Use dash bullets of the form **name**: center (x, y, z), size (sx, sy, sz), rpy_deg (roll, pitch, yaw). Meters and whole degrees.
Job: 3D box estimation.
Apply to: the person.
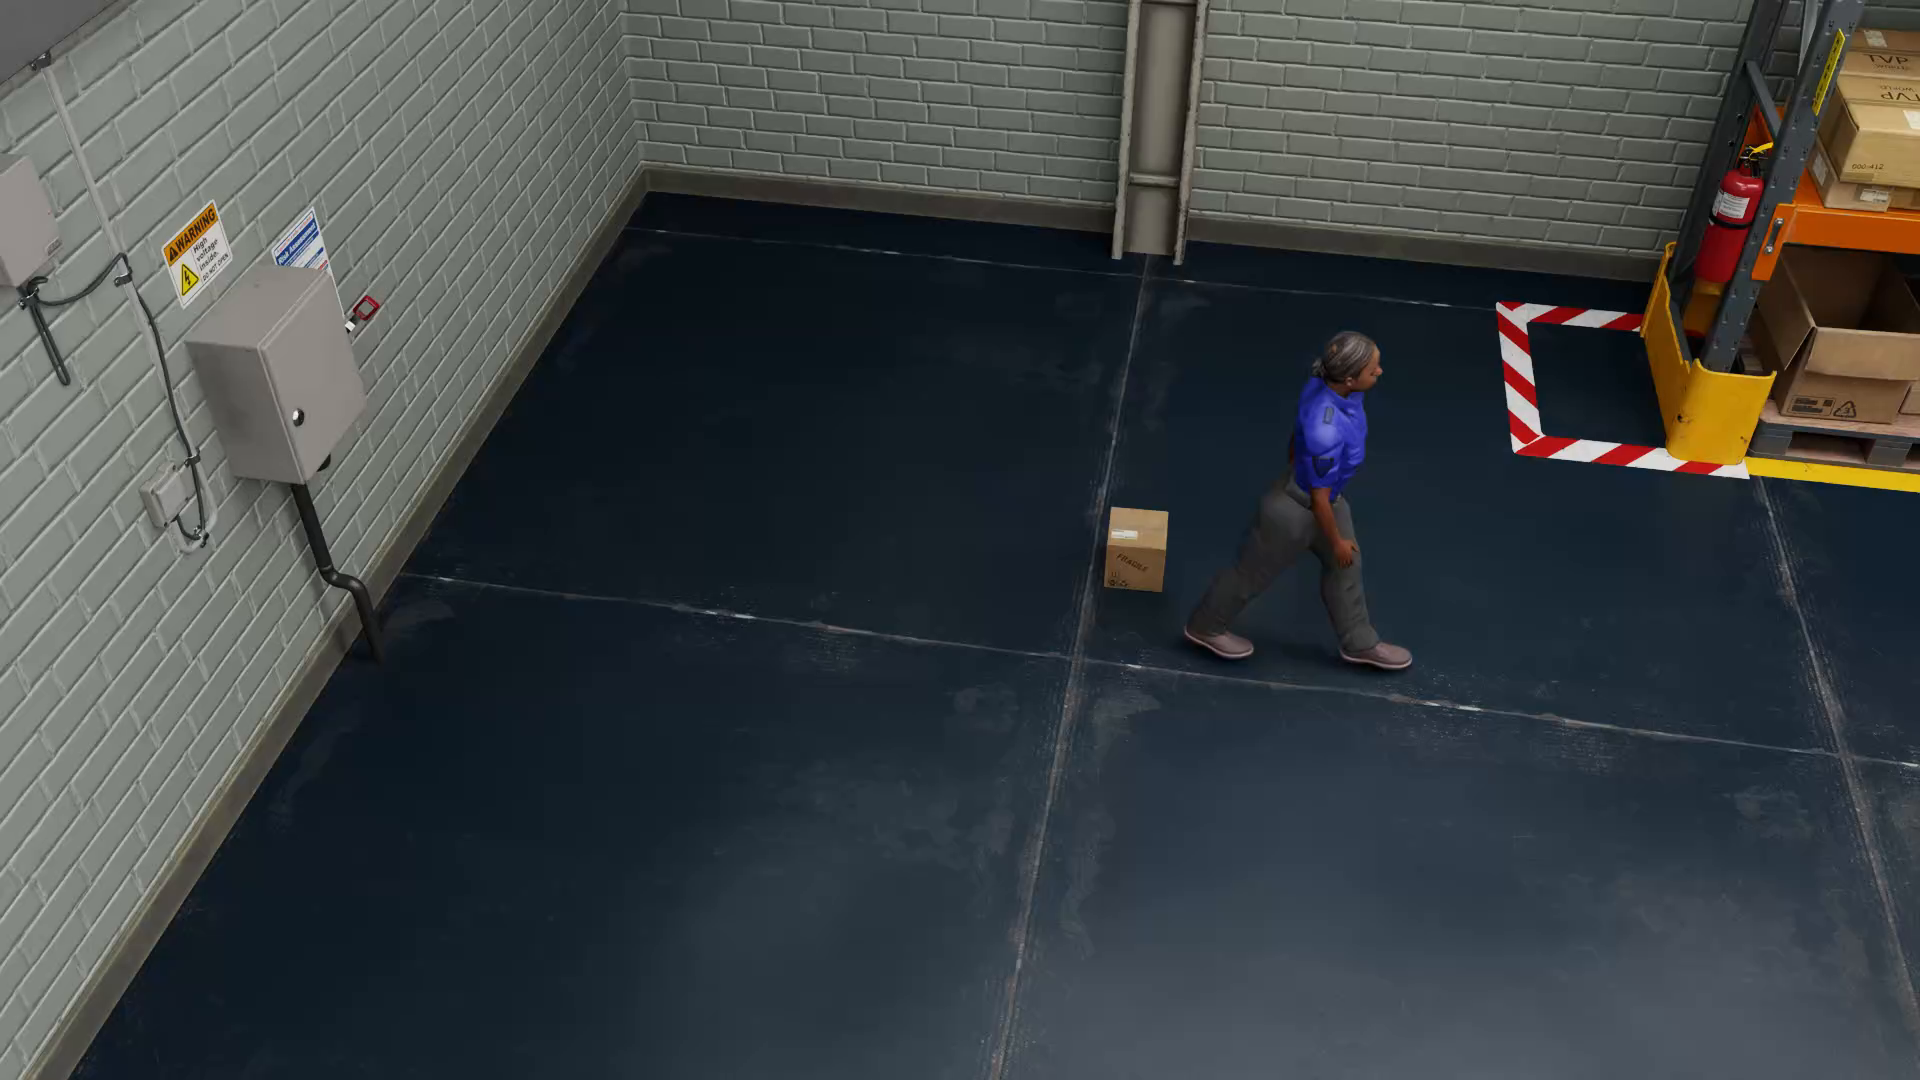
- **person**: center (1.360, -0.113, 6.280), size (0.908, 1.609, 0.444), rpy_deg (15, 43, 17)
